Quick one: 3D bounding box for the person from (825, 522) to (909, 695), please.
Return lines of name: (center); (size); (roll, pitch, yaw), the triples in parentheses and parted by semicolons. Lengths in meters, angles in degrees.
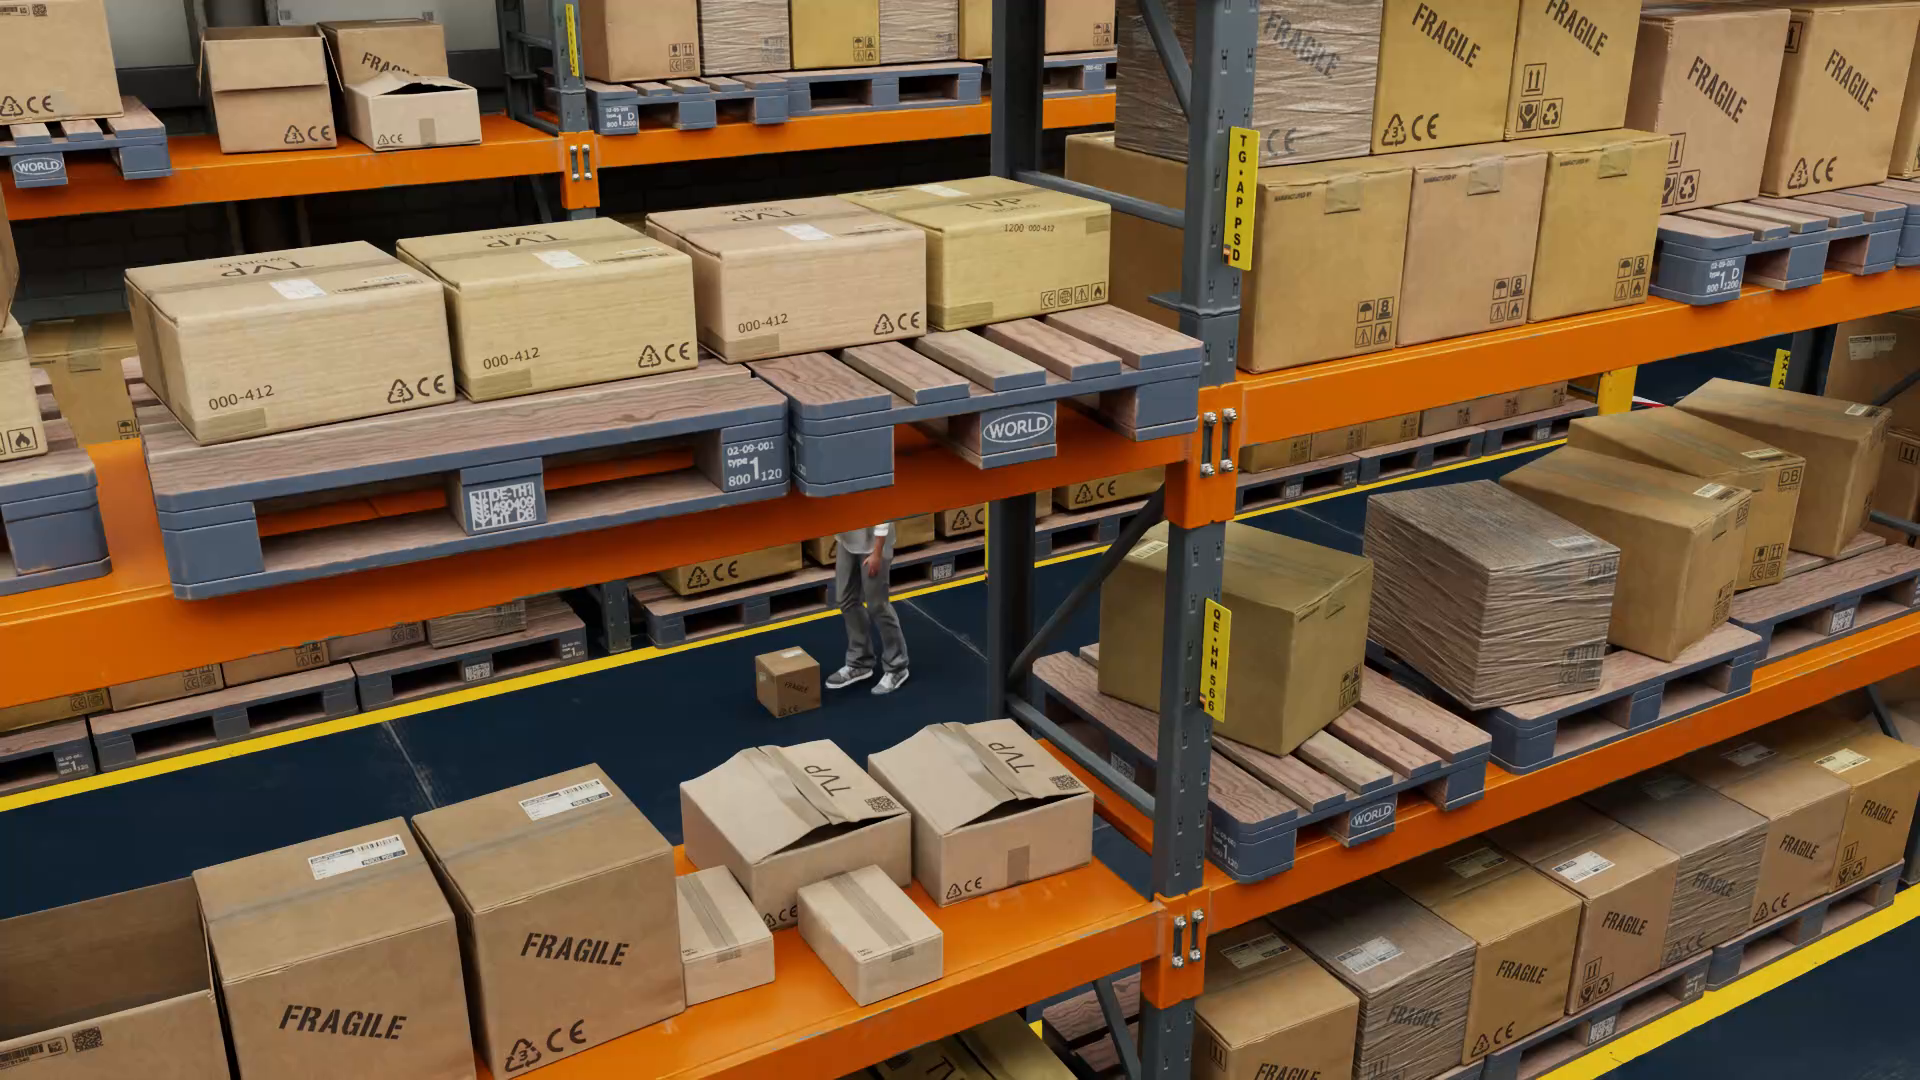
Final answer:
person: (-0.488, 0.046, 8.551); (0.420, 1.617, 0.420); (-12, 25, -27)
